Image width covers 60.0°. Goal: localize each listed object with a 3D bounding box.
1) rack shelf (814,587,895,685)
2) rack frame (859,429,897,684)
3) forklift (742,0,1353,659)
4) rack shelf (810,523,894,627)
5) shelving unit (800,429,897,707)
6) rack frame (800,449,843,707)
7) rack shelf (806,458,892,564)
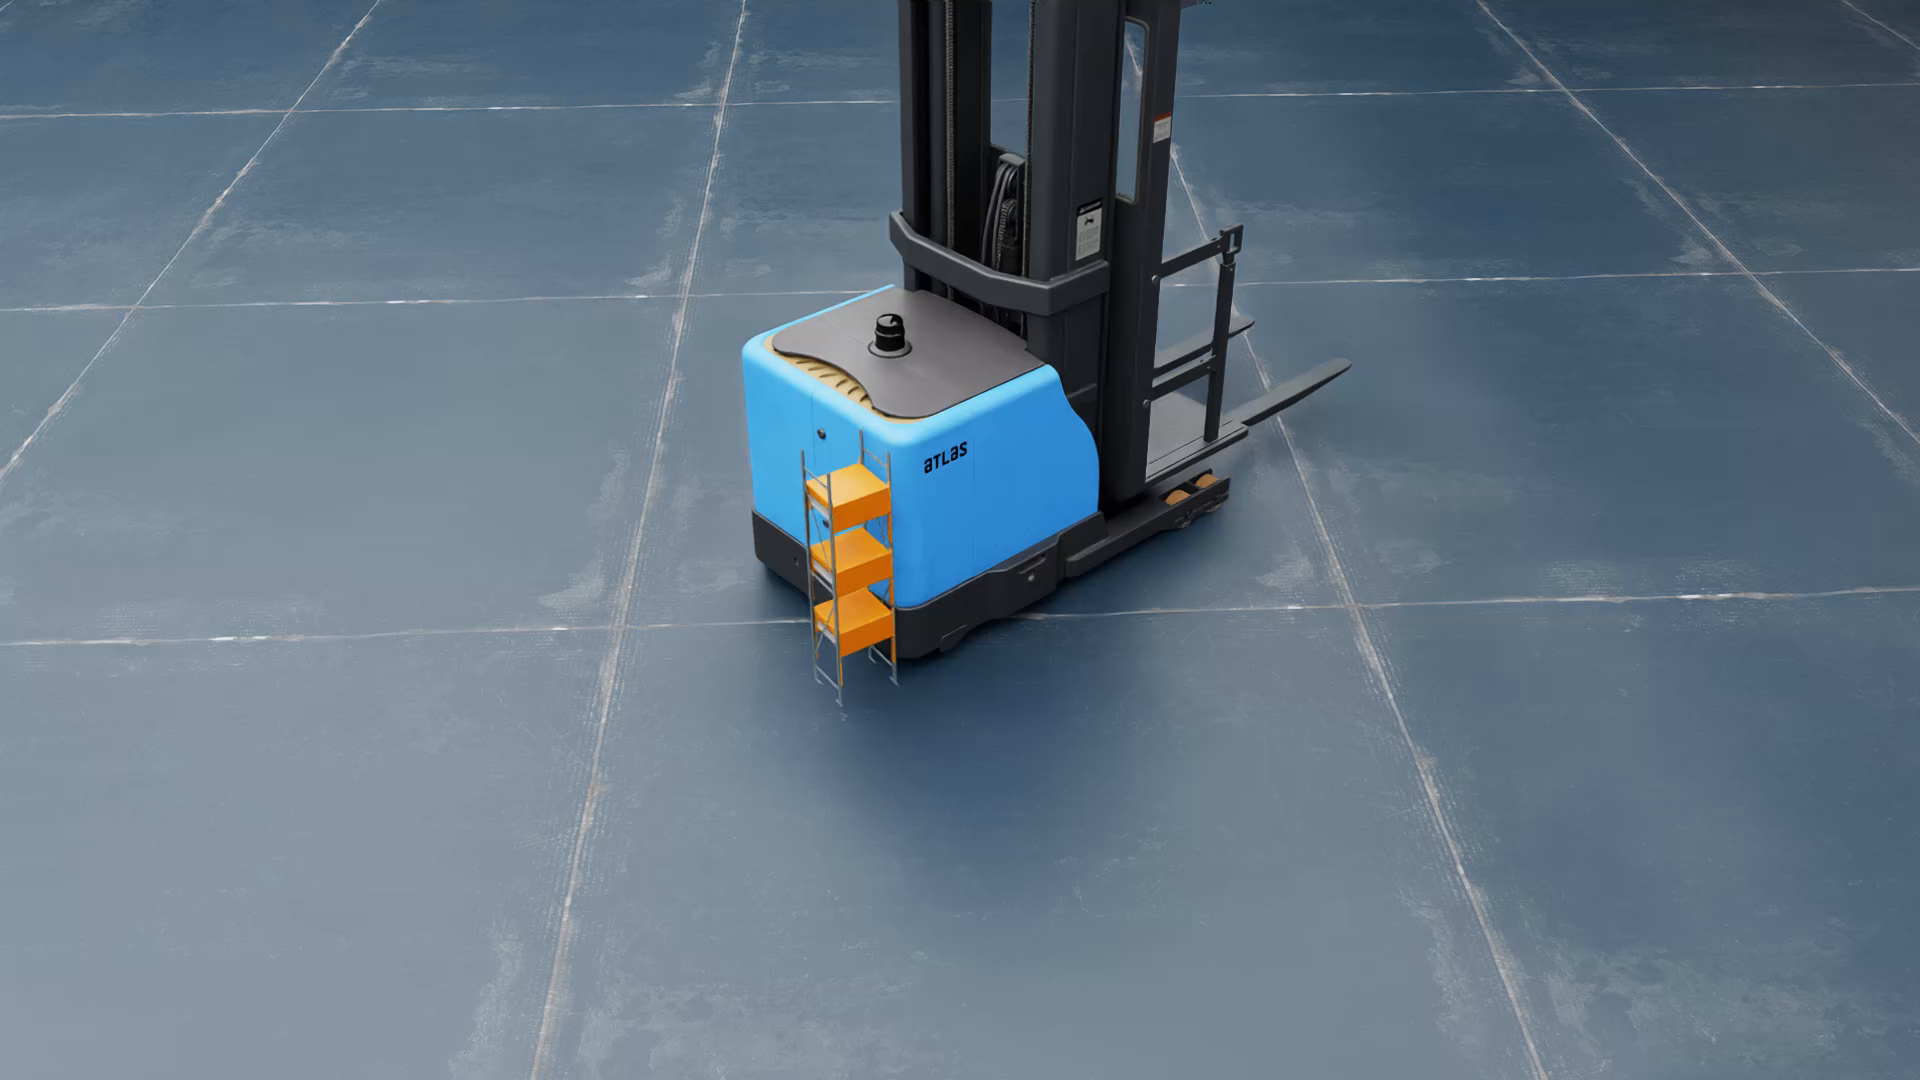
[{"bbox_3d":[-0.405,0.355,6.322,0.240,0.259,0.215,-21,40,-28],"label":"rack shelf"},{"bbox_3d":[-0.305,0.078,6.214,0.008,1.050,0.200,-21,40,-28],"label":"rack frame"},{"bbox_3d":[0.566,-1.456,6.778,3.031,2.935,1.130,-27,43,-33],"label":"forklift"},{"bbox_3d":[-0.405,0.126,6.164,0.240,0.259,0.215,-21,40,-28],"label":"rack shelf"},{"bbox_3d":[-0.405,0.118,6.158,0.252,1.050,0.215,-21,40,-28],"label":"shelving unit"},{"bbox_3d":[-0.506,0.157,6.101,0.008,1.050,0.200,-21,40,-28],"label":"rack frame"},{"bbox_3d":[-0.405,-0.107,6.002,0.240,0.259,0.215,-21,40,-28],"label":"rack shelf"}]
